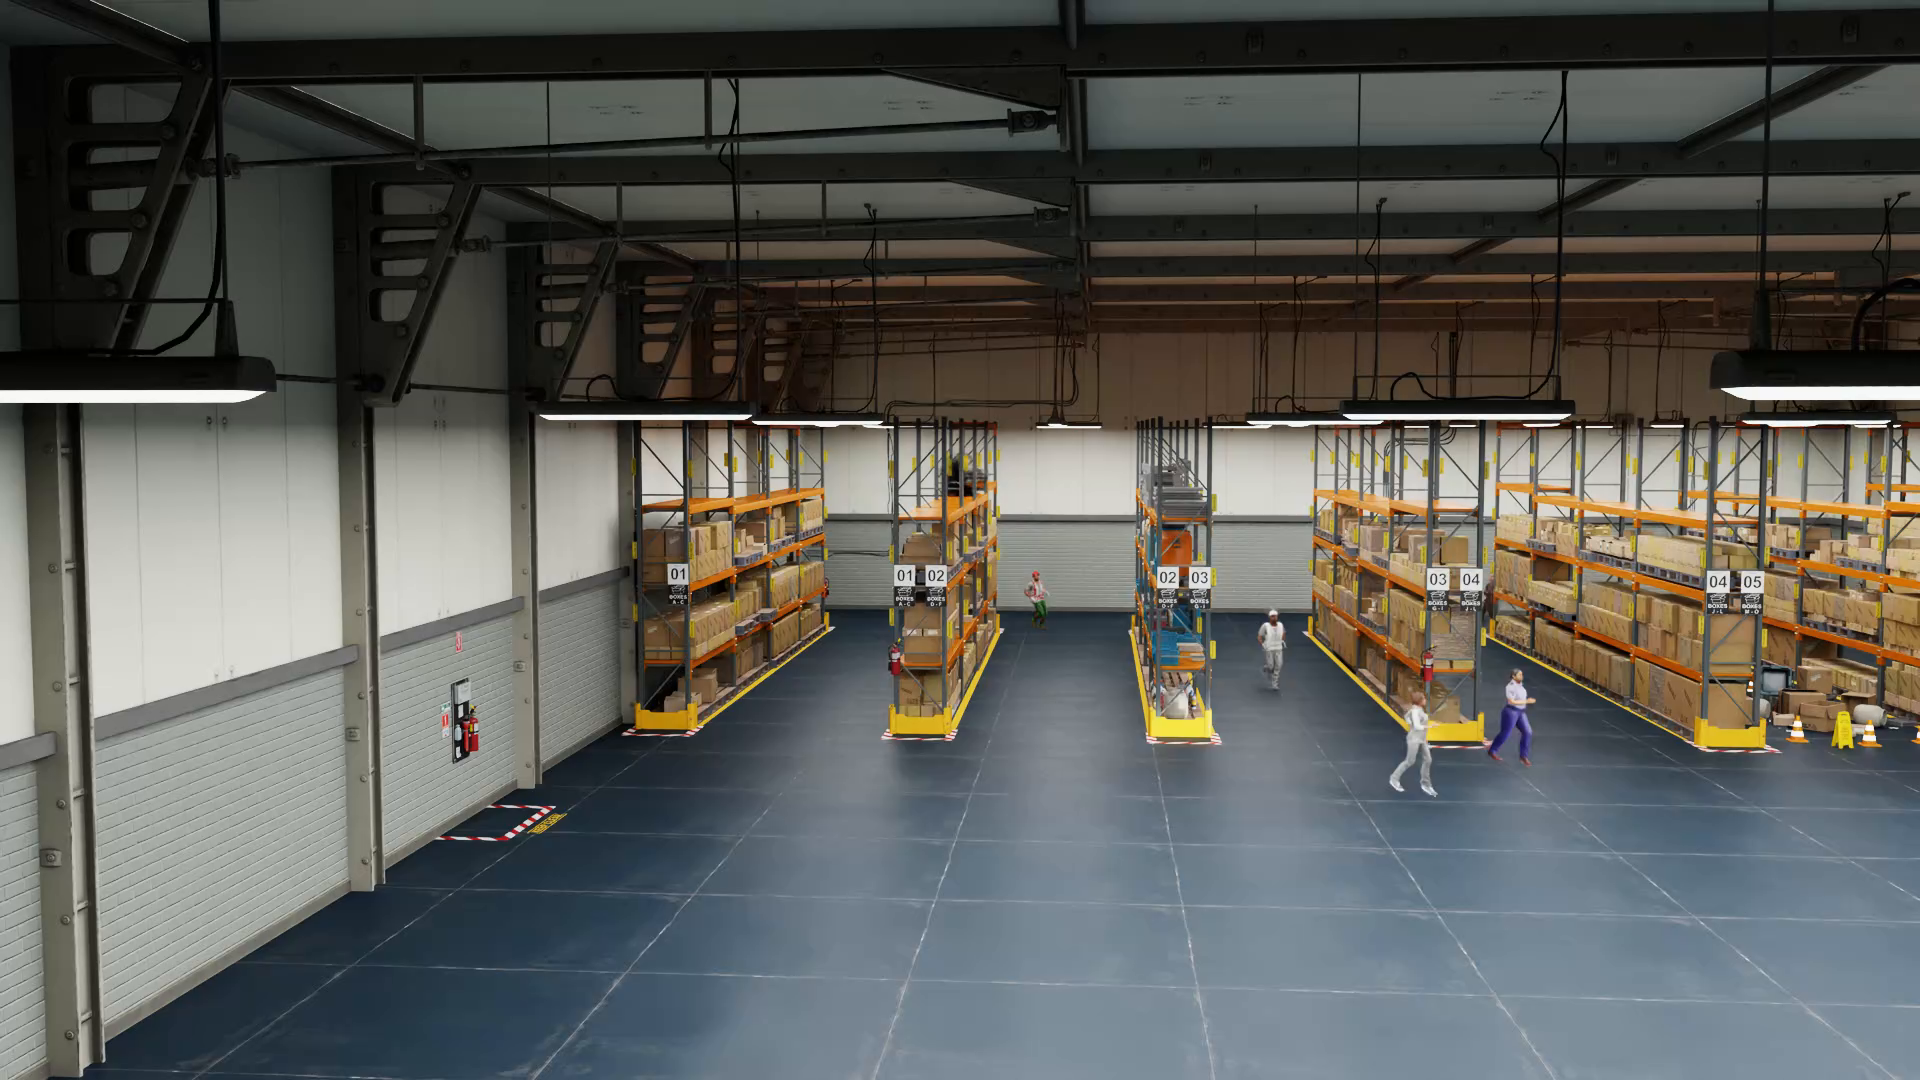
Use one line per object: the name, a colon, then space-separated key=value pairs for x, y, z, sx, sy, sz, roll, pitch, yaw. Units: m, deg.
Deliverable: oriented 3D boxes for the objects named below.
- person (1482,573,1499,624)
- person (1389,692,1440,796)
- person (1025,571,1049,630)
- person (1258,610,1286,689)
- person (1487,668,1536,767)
person: x=15.139 y=1.822 z=47.645 sx=1.007 sy=1.631 sz=0.743 roll=1 pitch=4 yaw=15
person: x=7.158 y=3.203 z=26.178 sx=0.770 sy=1.648 sz=0.530 roll=2 pitch=4 yaw=30
person: x=2.247 y=1.745 z=47.909 sx=0.661 sy=1.708 sz=0.563 roll=-3 pitch=5 yaw=-42
person: x=6.974 y=2.438 z=37.062 sx=0.668 sy=1.748 sz=0.735 roll=-1 pitch=4 yaw=-10
person: x=9.482 y=3.039 z=28.528 sx=0.573 sy=1.708 sz=0.839 roll=-4 pitch=5 yaw=-43
